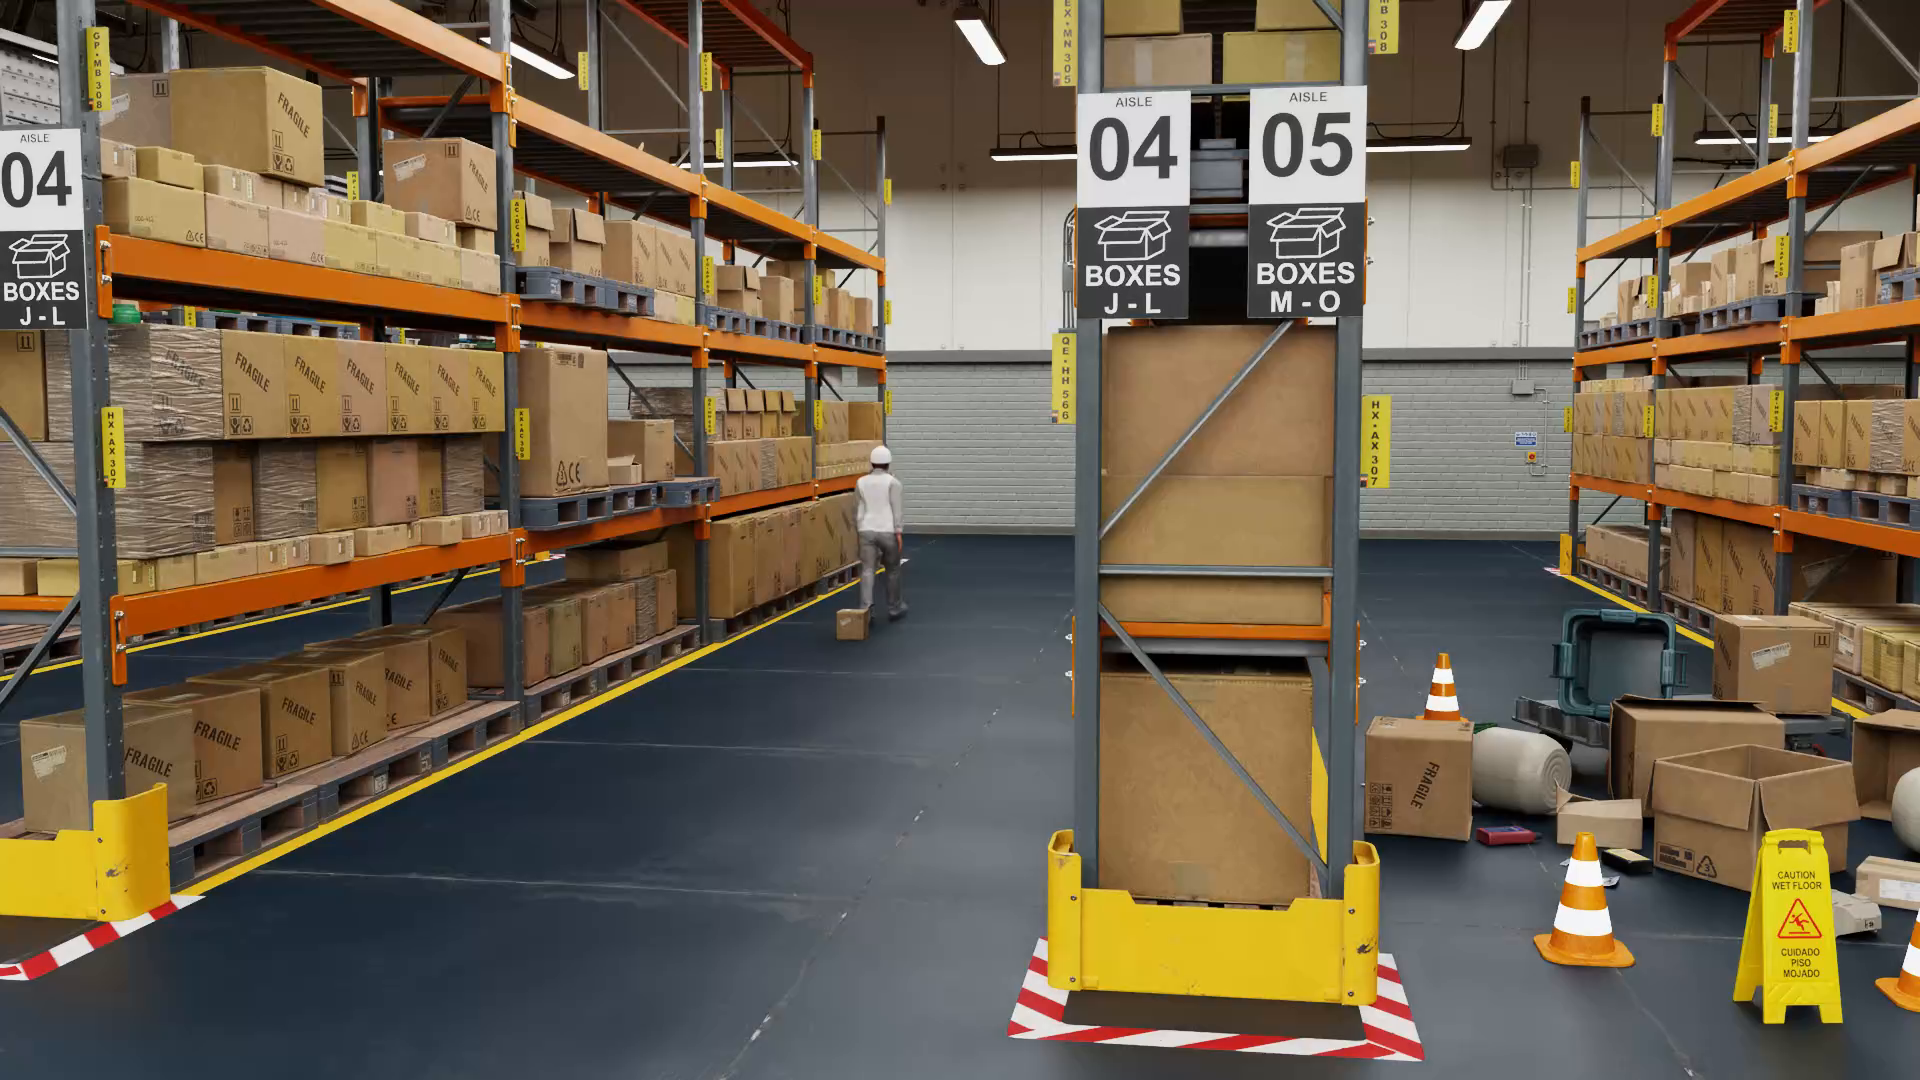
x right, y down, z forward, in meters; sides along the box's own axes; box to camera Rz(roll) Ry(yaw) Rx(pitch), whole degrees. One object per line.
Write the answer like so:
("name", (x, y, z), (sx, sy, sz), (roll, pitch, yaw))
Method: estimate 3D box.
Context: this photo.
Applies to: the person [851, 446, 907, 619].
("person", (-0.803, -0.078, 16.537), (0.551, 1.713, 1.057), (1, 4, 10))
